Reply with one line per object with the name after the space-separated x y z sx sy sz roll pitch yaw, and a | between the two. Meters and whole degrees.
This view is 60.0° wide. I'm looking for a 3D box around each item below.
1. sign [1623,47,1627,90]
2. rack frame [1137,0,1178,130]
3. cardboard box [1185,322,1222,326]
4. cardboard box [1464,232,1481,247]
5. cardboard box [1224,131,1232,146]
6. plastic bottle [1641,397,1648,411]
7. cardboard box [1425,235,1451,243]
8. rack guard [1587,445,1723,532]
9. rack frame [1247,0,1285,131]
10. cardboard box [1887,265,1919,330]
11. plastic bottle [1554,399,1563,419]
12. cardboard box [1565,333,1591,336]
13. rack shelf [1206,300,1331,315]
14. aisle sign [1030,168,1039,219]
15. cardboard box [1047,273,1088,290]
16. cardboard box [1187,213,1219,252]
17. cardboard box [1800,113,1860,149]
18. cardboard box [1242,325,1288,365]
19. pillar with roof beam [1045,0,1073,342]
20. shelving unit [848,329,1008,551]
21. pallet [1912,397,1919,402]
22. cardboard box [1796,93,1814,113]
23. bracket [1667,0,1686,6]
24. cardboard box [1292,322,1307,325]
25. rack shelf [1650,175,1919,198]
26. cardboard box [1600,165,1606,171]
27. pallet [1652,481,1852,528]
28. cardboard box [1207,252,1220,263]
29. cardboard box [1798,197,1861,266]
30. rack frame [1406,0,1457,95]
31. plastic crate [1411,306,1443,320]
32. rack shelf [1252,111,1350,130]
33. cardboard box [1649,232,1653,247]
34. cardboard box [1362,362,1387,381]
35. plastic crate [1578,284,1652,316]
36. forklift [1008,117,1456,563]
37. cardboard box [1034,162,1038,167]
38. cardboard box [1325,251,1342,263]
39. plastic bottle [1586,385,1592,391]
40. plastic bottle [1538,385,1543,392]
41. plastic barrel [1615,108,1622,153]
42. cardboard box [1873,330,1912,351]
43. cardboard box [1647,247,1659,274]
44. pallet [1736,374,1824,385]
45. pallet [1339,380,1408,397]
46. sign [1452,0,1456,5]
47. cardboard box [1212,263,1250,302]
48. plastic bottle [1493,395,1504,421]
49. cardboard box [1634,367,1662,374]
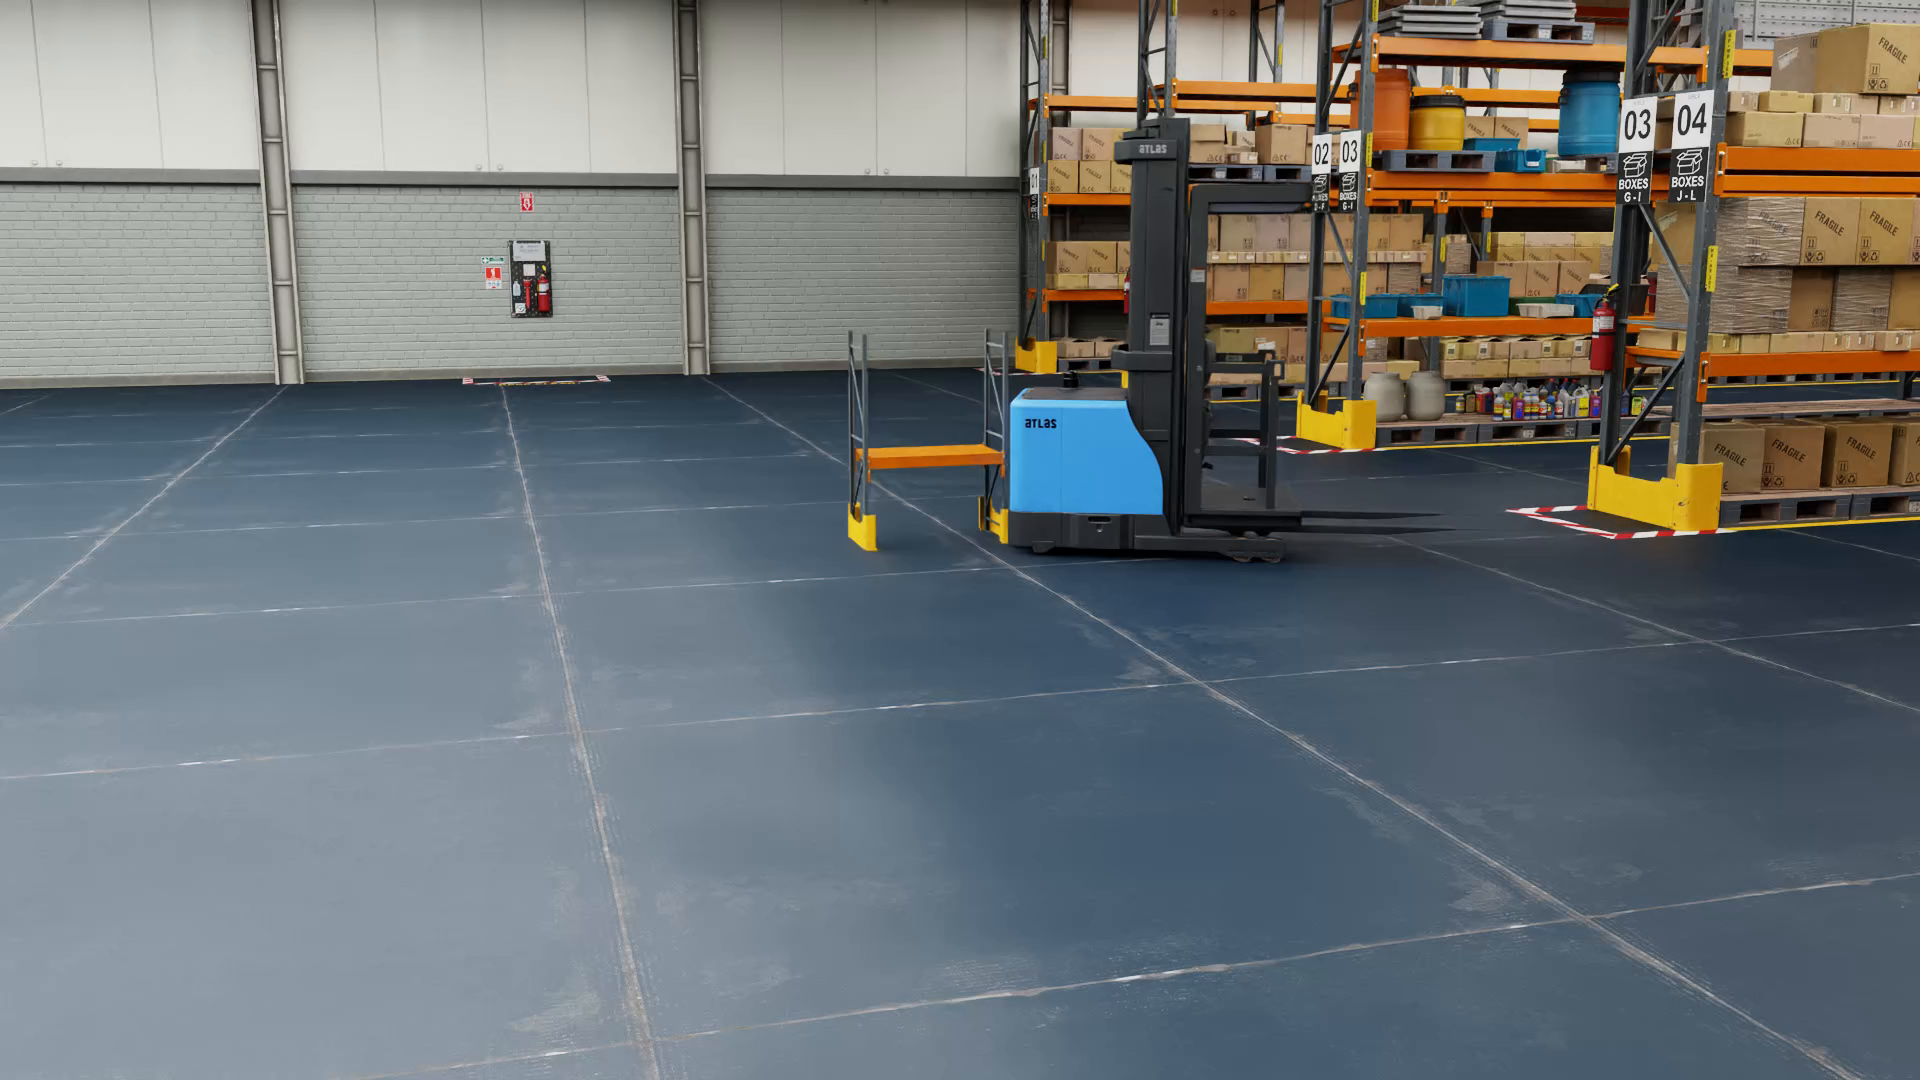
5.174 -3.650 12.856 0.005 0.325 0.100 -3 11 -16 | sign
2.544 -6.314 21.491 0.127 3.000 1.000 -3 11 -16 | rack frame
4.011 -3.355 27.673 0.500 0.500 0.500 -4 11 -20 | cardboard box
9.200 -5.272 29.173 0.500 0.250 0.500 -3 11 -14 | cardboard box
4.065 -6.351 26.882 0.500 0.500 0.500 -2 11 -13 | cardboard box
7.504 -1.473 18.275 0.097 0.201 0.097 0 10 0 | plastic bottle
8.210 -5.173 28.576 0.250 0.149 0.380 -5 12 -25 | cardboard box
5.382 -0.416 12.926 0.348 0.500 1.175 -3 11 -16 | rack guard
4.997 -7.378 27.267 0.127 3.000 1.000 -3 11 -16 | rack frame
7.267 -1.947 13.242 0.500 0.500 0.875 -3 11 -16 | cardboard box
6.471 -1.418 17.979 0.097 0.201 0.097 0 10 0 | plastic bottle
9.138 -2.895 24.374 0.500 0.311 0.500 -3 11 -17 | cardboard box
4.465 -3.111 22.649 4.000 0.370 1.077 -3 11 -16 | rack shelf
1.171 -5.448 26.172 0.004 0.787 0.394 -3 11 -16 | aisle sign
1.713 -4.130 26.557 0.500 0.250 0.500 -3 11 -18 | cardboard box
3.047 -4.075 22.038 0.500 0.500 0.700 -3 11 -16 | cardboard box
6.338 -3.050 12.456 0.500 0.250 0.500 -3 11 -17 | cardboard box
4.077 -2.629 22.403 0.500 0.500 0.500 -3 11 -16 | cardboard box
2.790 -6.613 23.111 0.400 9.000 9.100 -3 11 -16 | pillar with roof beam
-0.222 -0.738 11.912 1.083 1.500 0.587 -3 11 -16 | shelving unit
12.352 -1.583 20.063 1.213 0.211 1.003 -3 11 -16 | pallet
6.123 -3.243 12.407 0.250 0.149 0.380 -3 11 -17 | cardboard box
12.809 -9.656 29.700 0.430 0.232 0.235 -3 11 -16 | bracket
4.892 -2.770 23.170 0.500 0.500 0.500 -3 11 -16 | cardboard box
9.686 -3.928 18.798 4.000 0.370 1.077 -3 11 -16 | rack shelf
8.755 -5.287 23.451 0.500 0.250 0.500 -3 11 -17 | cardboard box
6.172 -0.309 13.142 1.213 0.211 1.003 -3 11 -16 | pallet
3.234 -3.728 21.946 0.250 0.149 0.380 -3 11 -17 | cardboard box
6.396 -2.333 12.577 0.500 0.500 0.500 -3 11 -16 | cardboard box
6.385 -6.517 22.590 0.127 3.000 1.000 -3 11 -16 | rack frame
4.874 -2.362 17.321 0.250 0.136 0.298 -3 11 -16 | plastic crate
6.917 -6.928 27.918 4.000 0.370 1.077 -3 11 -16 | rack shelf
12.301 -5.338 29.533 0.500 0.250 0.500 -3 11 -15 | cardboard box
5.518 -2.335 22.882 0.500 0.250 0.500 -3 11 -16 | cardboard box
7.227 -2.670 18.437 0.504 0.338 0.767 -3 11 -16 | plastic crate
1.885 -1.390 11.503 3.031 2.935 1.130 1 11 7 | forklift
1.486 -5.824 26.782 0.500 0.500 0.500 -2 11 -12 | cardboard box
4.964 -3.819 22.441 0.250 0.149 0.380 -3 11 -14 | cardboard box
7.065 -1.606 18.772 0.133 0.283 0.061 -3 11 -16 | plastic bottle
6.523 -1.606 18.773 0.133 0.283 0.061 -3 11 -13 | plastic bottle
7.297 -4.454 18.202 0.421 0.512 0.421 0 10 0 | plastic barrel
7.117 -1.550 12.875 0.250 0.149 0.380 -3 11 -16 | cardboard box
12.305 -4.970 29.606 0.500 0.500 0.500 -3 11 -17 | cardboard box
12.122 -2.490 24.987 1.213 0.211 1.003 -3 11 -16 | pallet
5.610 -2.162 23.207 1.213 0.211 1.003 -3 11 -16 | pallet
6.516 -6.956 21.960 0.005 0.325 0.100 -3 11 -16 | sign
3.499 -3.462 22.290 0.500 0.500 0.700 -3 11 -14 | cardboard box
5.753 -1.415 17.767 0.097 0.271 0.097 0 10 0 | plastic bottle
9.788 -2.554 24.069 0.500 0.250 0.500 -3 11 -15 | cardboard box
